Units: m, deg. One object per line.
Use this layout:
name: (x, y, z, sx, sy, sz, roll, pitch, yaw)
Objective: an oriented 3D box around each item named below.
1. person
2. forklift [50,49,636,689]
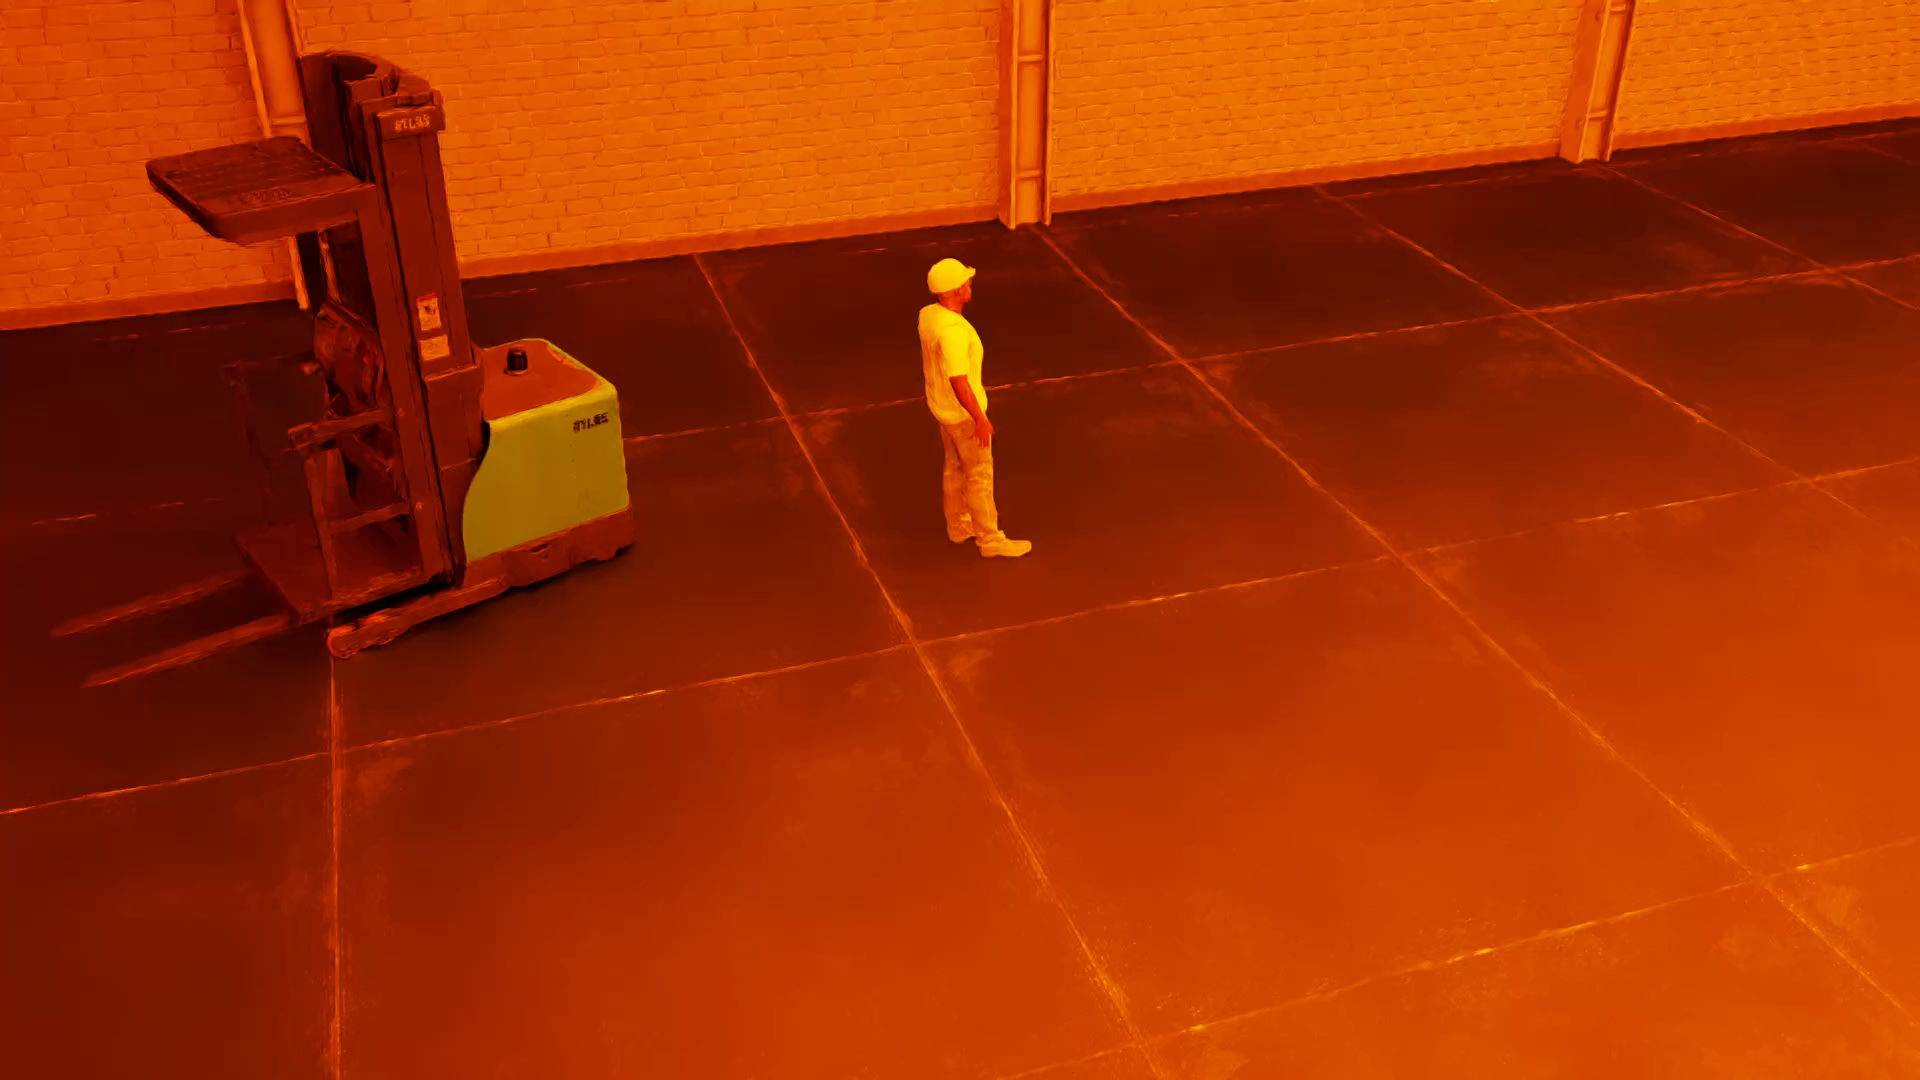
person: (0.068, -0.780, 9.597, 0.576, 1.766, 0.665, -10, 31, -16)
forklift: (-3.395, -0.937, 8.716, 3.031, 2.935, 1.130, -22, 36, -33)
